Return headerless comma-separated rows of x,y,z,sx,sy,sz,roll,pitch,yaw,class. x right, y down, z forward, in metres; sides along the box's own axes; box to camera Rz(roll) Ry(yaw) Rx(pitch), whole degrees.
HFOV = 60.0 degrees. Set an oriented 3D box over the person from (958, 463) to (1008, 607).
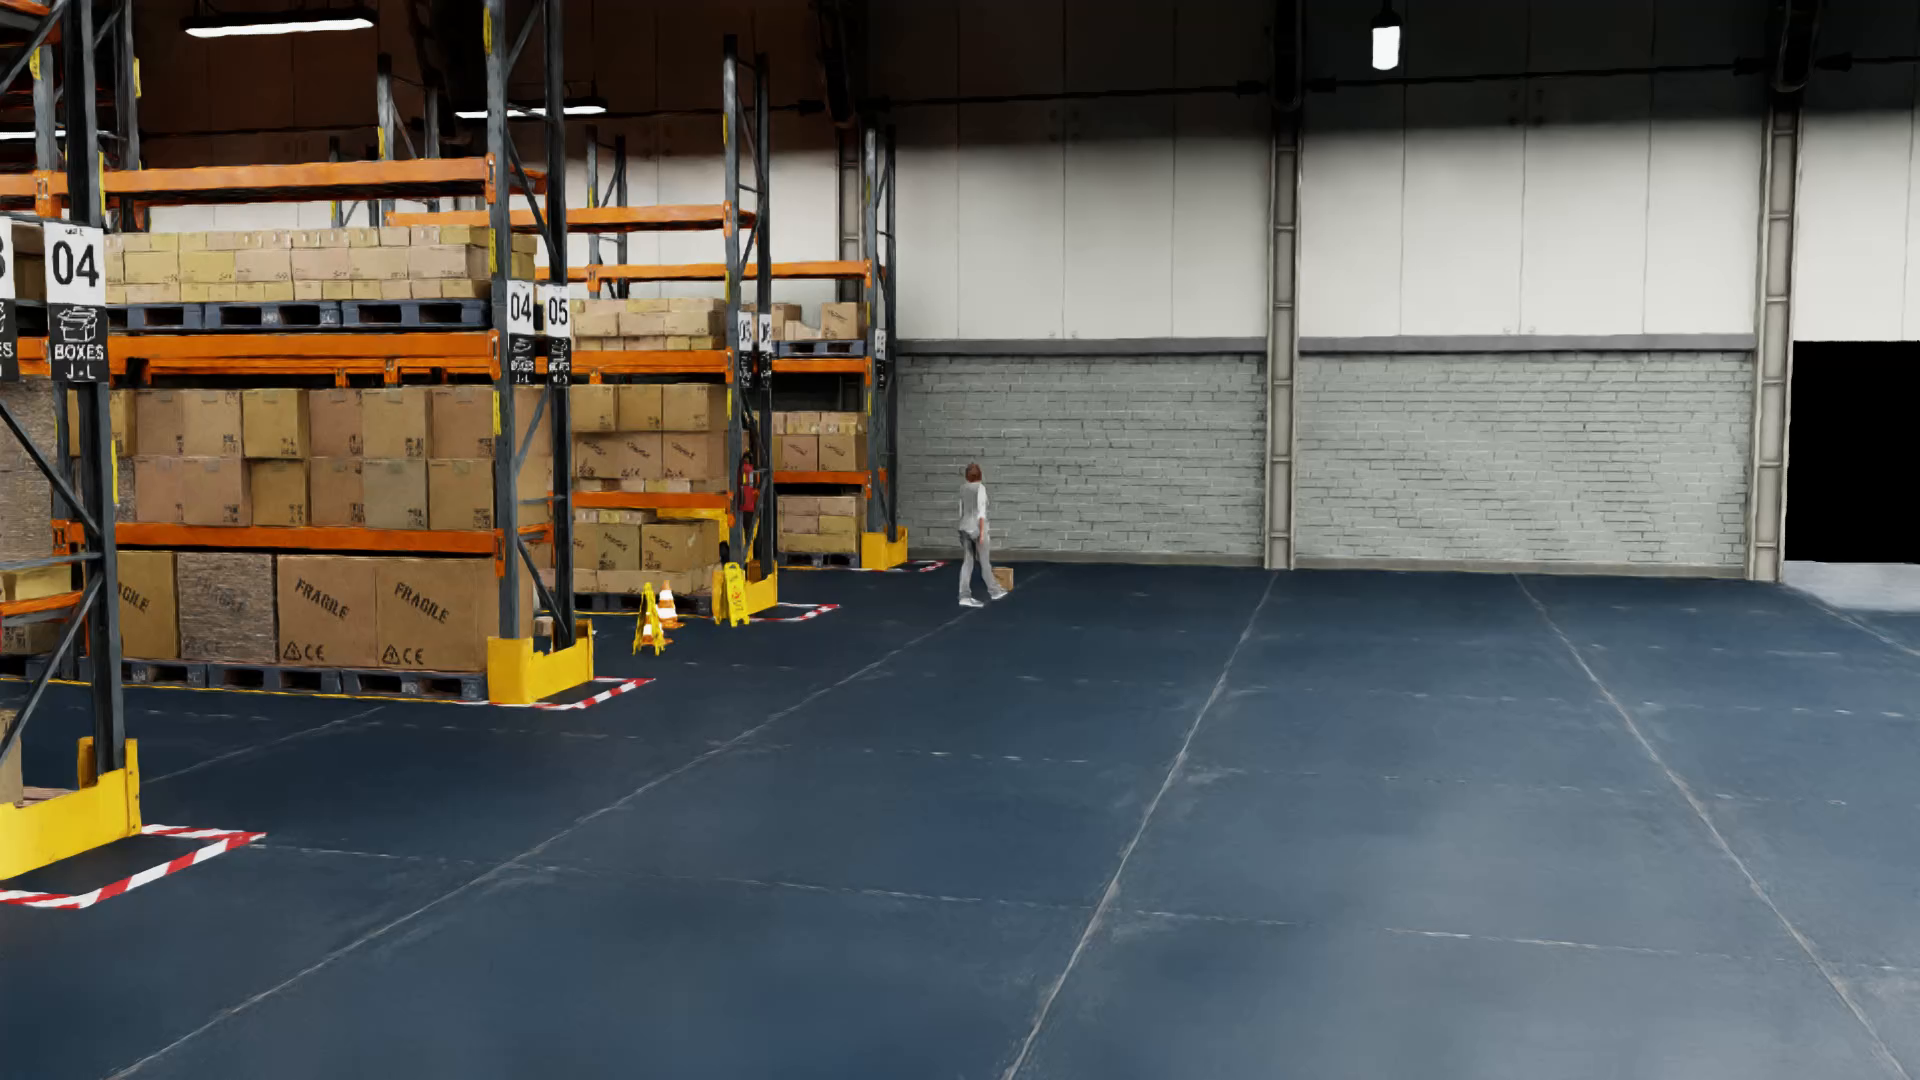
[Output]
0.220,-0.073,18.515,0.460,1.577,0.752,4,7,41,person
